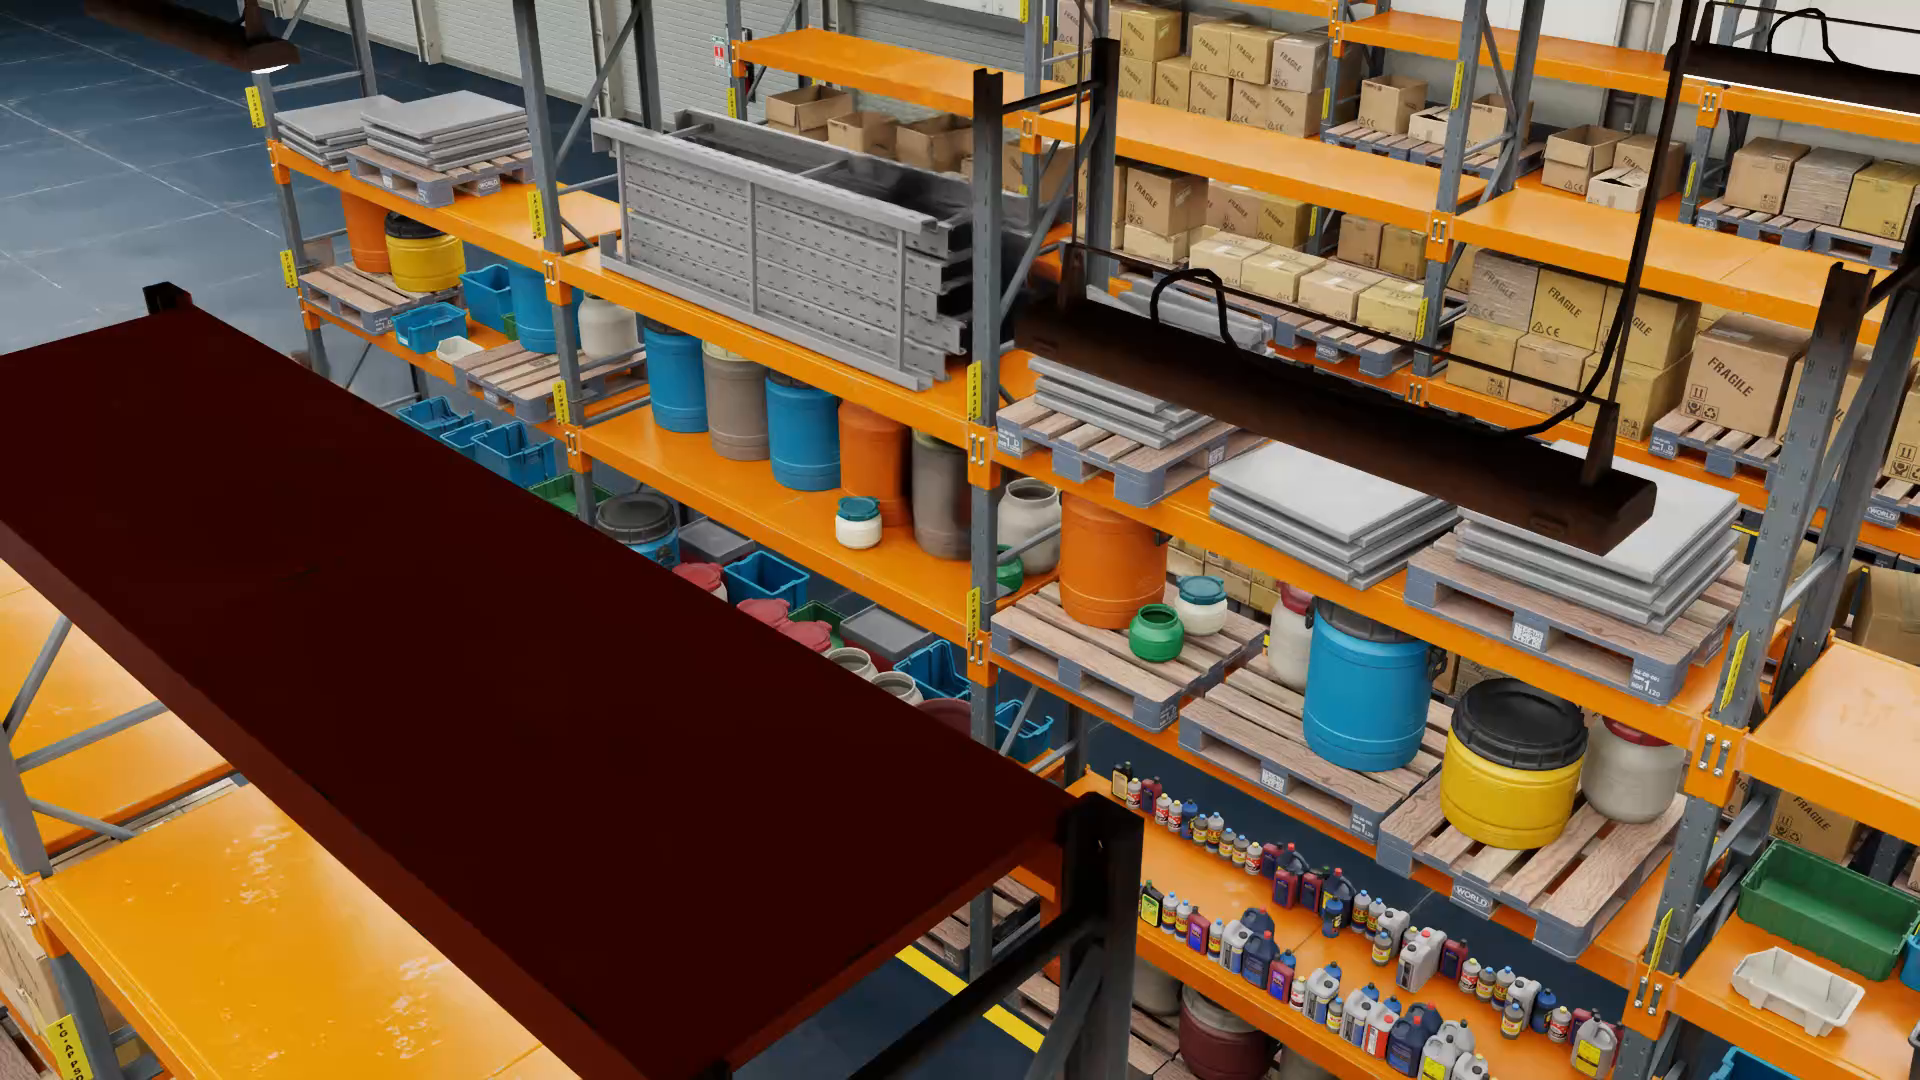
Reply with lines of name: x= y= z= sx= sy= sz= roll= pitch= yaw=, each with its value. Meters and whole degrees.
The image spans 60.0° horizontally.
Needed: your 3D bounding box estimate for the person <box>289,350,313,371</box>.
person: x=-6.437 y=-1.168 z=16.679 sx=0.653 sy=1.621 sz=0.617 roll=-6 pitch=30 yaw=-10
